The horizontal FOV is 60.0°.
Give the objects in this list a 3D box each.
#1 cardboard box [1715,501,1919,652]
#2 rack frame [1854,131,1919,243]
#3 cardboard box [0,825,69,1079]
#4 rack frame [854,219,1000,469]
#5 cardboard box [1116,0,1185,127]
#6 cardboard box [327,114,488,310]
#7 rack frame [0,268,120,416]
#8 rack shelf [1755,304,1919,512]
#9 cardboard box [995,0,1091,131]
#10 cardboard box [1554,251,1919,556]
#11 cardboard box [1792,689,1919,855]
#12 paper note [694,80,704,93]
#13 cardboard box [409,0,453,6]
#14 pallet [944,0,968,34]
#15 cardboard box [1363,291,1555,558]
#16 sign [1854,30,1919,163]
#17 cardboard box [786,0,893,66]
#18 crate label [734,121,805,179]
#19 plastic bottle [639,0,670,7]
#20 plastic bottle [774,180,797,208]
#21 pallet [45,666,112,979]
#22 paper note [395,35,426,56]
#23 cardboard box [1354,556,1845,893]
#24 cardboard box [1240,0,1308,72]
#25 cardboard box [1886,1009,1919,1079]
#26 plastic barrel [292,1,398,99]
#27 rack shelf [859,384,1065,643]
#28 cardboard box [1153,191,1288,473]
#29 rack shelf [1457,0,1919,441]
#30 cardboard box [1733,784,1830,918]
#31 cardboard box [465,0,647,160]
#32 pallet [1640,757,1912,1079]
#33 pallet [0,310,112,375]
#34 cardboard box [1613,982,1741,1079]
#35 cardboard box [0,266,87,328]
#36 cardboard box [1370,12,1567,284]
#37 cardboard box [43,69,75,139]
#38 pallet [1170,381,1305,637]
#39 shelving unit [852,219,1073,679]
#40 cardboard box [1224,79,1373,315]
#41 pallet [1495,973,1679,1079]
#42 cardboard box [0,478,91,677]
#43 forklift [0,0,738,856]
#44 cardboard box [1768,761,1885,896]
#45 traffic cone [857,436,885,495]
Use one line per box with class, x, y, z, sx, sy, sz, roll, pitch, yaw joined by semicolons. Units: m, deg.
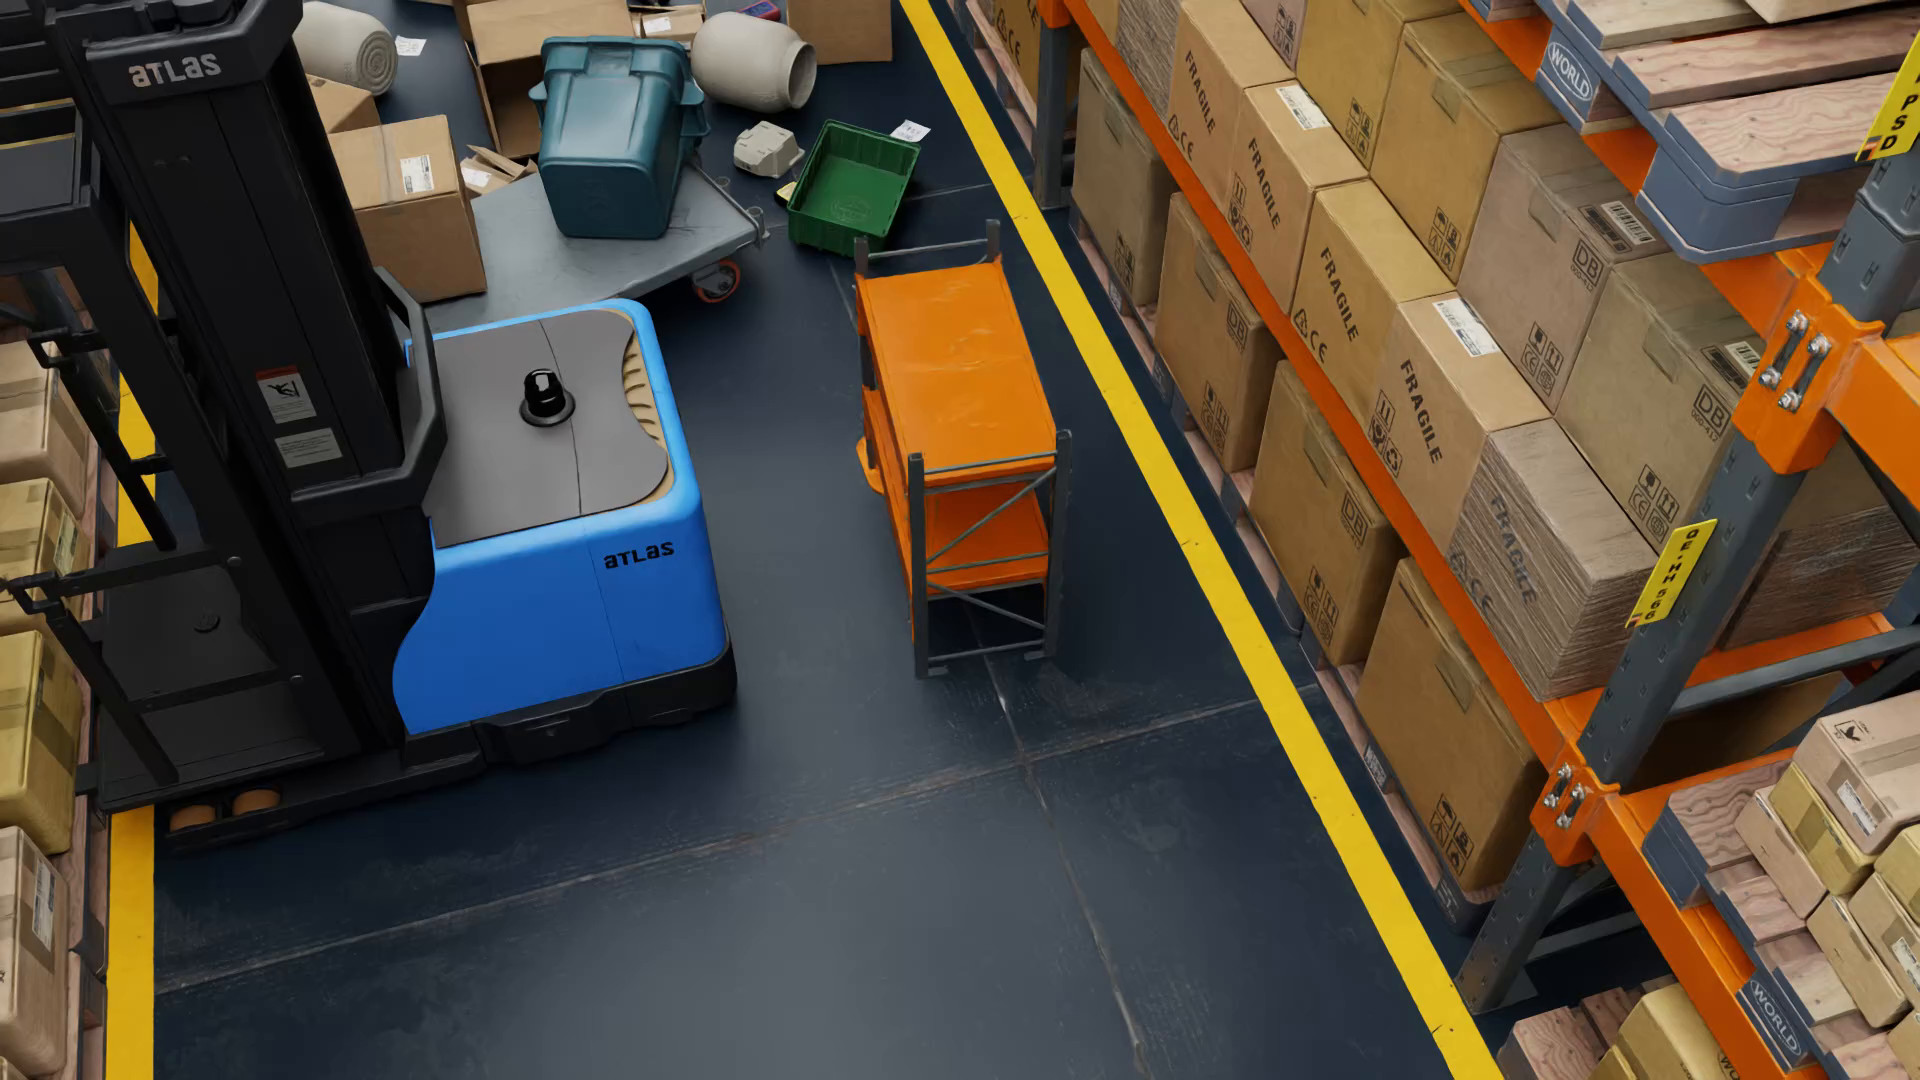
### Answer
cardboard box;2.136;-0.102;4.309;0.500;0.500;0.500;-13;51;-11
rack frame;2.011;-1.615;1.725;1.000;3.000;0.127;-13;51;-11
cardboard box;-3.072;1.272;4.660;0.950;0.372;0.625;-14;51;-12
rack frame;-0.112;-0.688;6.076;0.500;1.125;0.032;-9;51;-7
cardboard box;0.876;-1.821;5.758;0.500;0.500;0.500;-13;51;-11
cardboard box;-2.180;-1.272;6.500;0.500;0.500;0.500;-13;51;-11
rack frame;-3.871;-1.409;5.476;1.000;3.000;0.127;-13;51;-11
rack shelf;2.602;1.045;1.916;1.077;0.370;4.000;-13;51;-11
cardboard box;0.708;-2.528;7.534;0.875;0.875;0.875;-13;51;-10
cardboard box;1.887;-0.366;3.877;0.700;0.500;0.500;-14;51;-11
cardboard box;1.963;0.458;3.403;0.380;0.149;0.250;-13;51;-11
paper note;-1.322;-2.221;8.107;0.172;0.023;0.155;2;50;2
cardboard box;-2.737;-2.912;8.607;0.380;0.149;0.250;10;51;8
pallet;0.313;-3.169;8.784;1.003;0.211;1.213;-13;51;-11
cardboard box;1.475;-0.346;4.514;0.500;0.500;0.500;-13;51;-11
sign;1.478;-0.720;2.544;0.100;0.325;0.005;-13;51;-11
cardboard box;-0.612;-2.699;8.197;0.500;0.500;0.500;-6;50;-5
crate label;-0.901;-1.806;7.683;0.250;0.136;0.298;26;55;20
plastic bottle;-1.591;-2.816;8.584;0.133;0.061;0.283;-30;56;-23
plastic bottle;-0.696;-1.516;7.488;0.283;0.061;0.133;35;58;26
pallet;-3.275;0.950;5.311;1.003;0.211;1.213;-13;51;-11
paper note;-2.765;-2.475;8.324;0.148;0.019;0.142;2;50;2
cardboard box;1.916;0.444;5.111;1.050;0.750;0.750;-14;51;-11
cardboard box;1.283;-1.851;5.129;0.700;0.500;0.500;-13;51;-11
cardboard box;2.109;1.030;3.309;0.380;0.149;0.250;-11;51;-9
plastic barrel;-2.997;-2.334;7.941;0.512;0.421;0.421;18;52;14
rack shelf;-0.010;-0.149;5.944;0.538;0.278;1.000;-9;51;-7
cardboard box;1.379;-0.874;6.222;1.050;0.750;0.750;-13;51;-11
rack shelf;1.419;-1.877;4.379;1.077;0.370;4.000;-13;51;-11
cardboard box;1.950;0.637;3.641;0.380;0.149;0.250;-14;51;-11
cardboard box;-1.832;-2.178;7.668;0.797;0.637;0.503;-13;51;-11
pallet;2.323;0.877;3.674;1.213;0.211;1.003;-13;51;-11
pallet;-4.104;-0.993;6.949;1.003;0.211;1.213;-13;51;-11
cardboard box;1.983;1.306;4.057;0.500;0.250;0.500;-15;52;-13
cardboard box;-3.788;-1.150;6.782;0.500;0.250;0.500;-15;52;-13
cardboard box;1.583;-1.109;4.503;0.700;0.500;0.500;-14;51;-12
cardboard box;-3.957;-1.780;6.822;0.500;0.500;0.500;-11;51;-10
pallet;1.492;-0.264;6.335;1.003;0.211;1.213;-13;51;-11
shelving unit;-0.010;-0.306;5.756;0.538;1.125;1.048;-9;51;-7
cardboard box;1.171;-1.084;5.137;0.500;0.500;0.500;-13;51;-10
pallet;2.240;1.789;4.604;1.003;0.211;1.213;-13;51;-11
cardboard box;-3.498;0.209;5.556;0.950;0.372;0.625;-10;51;-9
forklift;-2.343;-0.390;4.662;3.031;2.935;1.130;-13;51;-11
cardboard box;1.962;0.567;3.505;0.380;0.149;0.250;-11;51;-9
traffic cone;-0.218;-0.464;6.338;0.336;0.463;0.334;-13;51;-11
